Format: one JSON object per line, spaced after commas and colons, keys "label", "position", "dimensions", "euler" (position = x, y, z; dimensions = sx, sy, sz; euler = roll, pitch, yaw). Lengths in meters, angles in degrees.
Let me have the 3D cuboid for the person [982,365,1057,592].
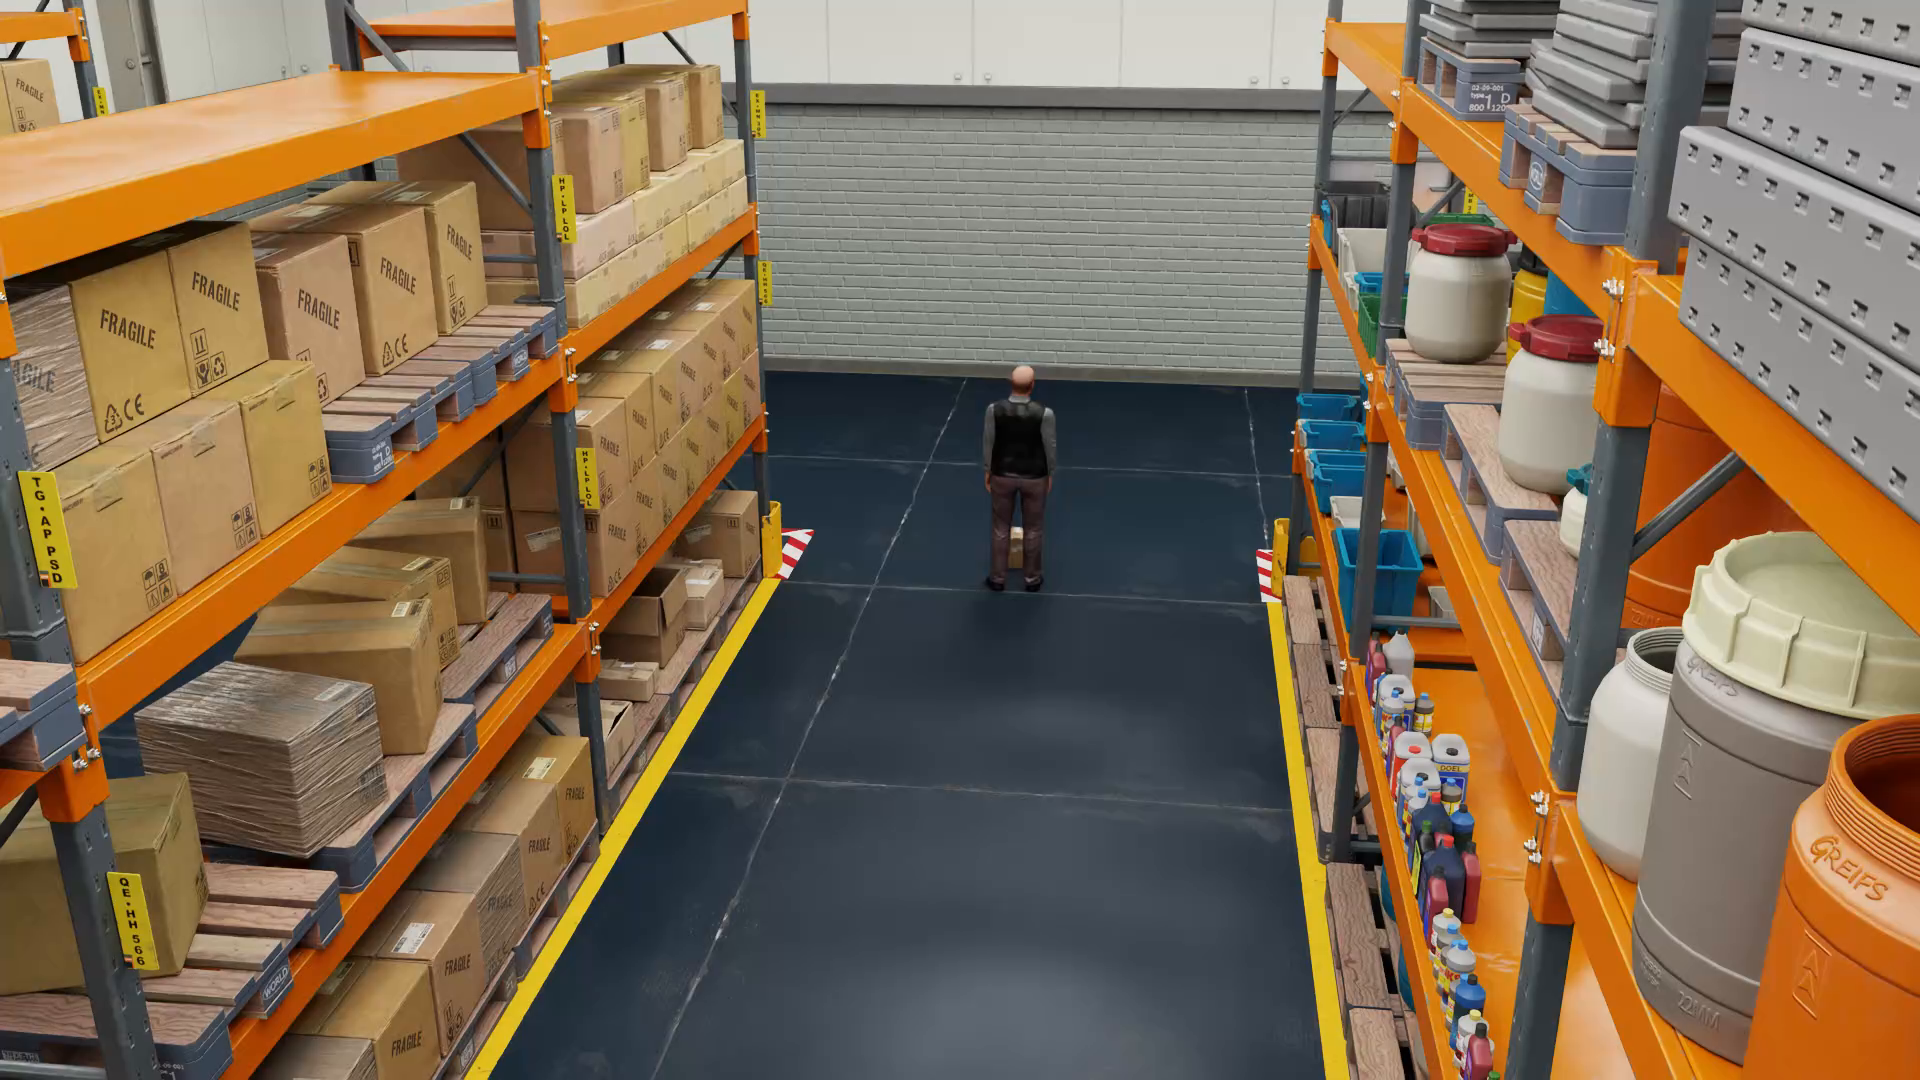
{"label": "person", "position": [0.439, -0.453, 12.303], "dimensions": [0.550, 1.738, 0.360], "euler": [3, 21, 8]}
